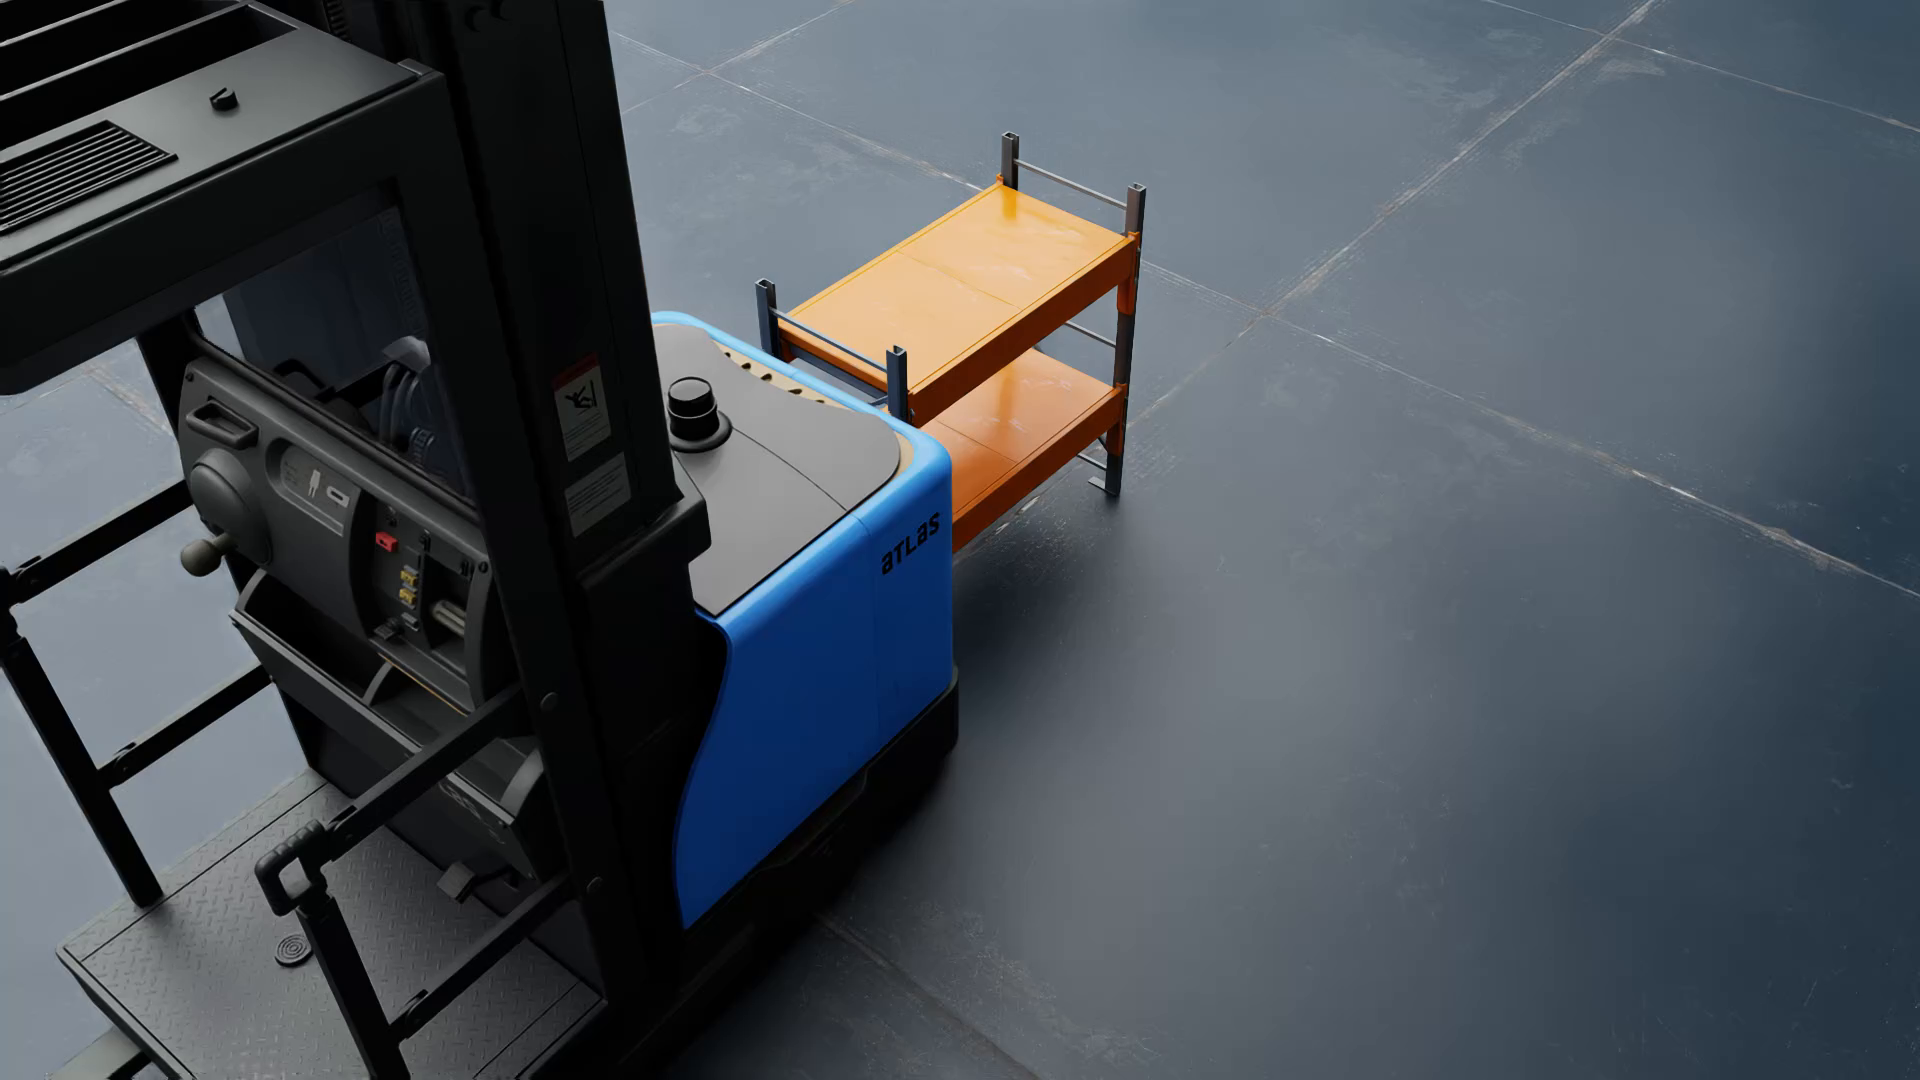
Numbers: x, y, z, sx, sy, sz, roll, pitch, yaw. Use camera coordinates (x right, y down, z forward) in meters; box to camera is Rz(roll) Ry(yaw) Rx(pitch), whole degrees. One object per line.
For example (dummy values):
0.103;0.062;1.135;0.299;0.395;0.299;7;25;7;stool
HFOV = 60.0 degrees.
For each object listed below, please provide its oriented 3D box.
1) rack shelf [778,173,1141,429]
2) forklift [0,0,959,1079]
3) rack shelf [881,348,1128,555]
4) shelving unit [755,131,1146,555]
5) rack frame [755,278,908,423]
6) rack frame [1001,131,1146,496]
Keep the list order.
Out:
-0.004;-0.629;4.671;0.538;0.278;1.000;29;50;28;rack shelf
-1.310;0.067;2.998;1.130;2.935;3.031;28;49;27;forklift
-0.004;-0.232;5.032;0.538;0.278;1.000;29;50;28;rack shelf
-0.004;-0.413;4.868;0.538;1.125;1.048;29;50;28;shelving unit
-0.332;-0.151;4.580;0.500;1.125;0.032;29;50;28;rack frame
0.323;-0.674;5.156;0.500;1.125;0.032;29;50;28;rack frame
